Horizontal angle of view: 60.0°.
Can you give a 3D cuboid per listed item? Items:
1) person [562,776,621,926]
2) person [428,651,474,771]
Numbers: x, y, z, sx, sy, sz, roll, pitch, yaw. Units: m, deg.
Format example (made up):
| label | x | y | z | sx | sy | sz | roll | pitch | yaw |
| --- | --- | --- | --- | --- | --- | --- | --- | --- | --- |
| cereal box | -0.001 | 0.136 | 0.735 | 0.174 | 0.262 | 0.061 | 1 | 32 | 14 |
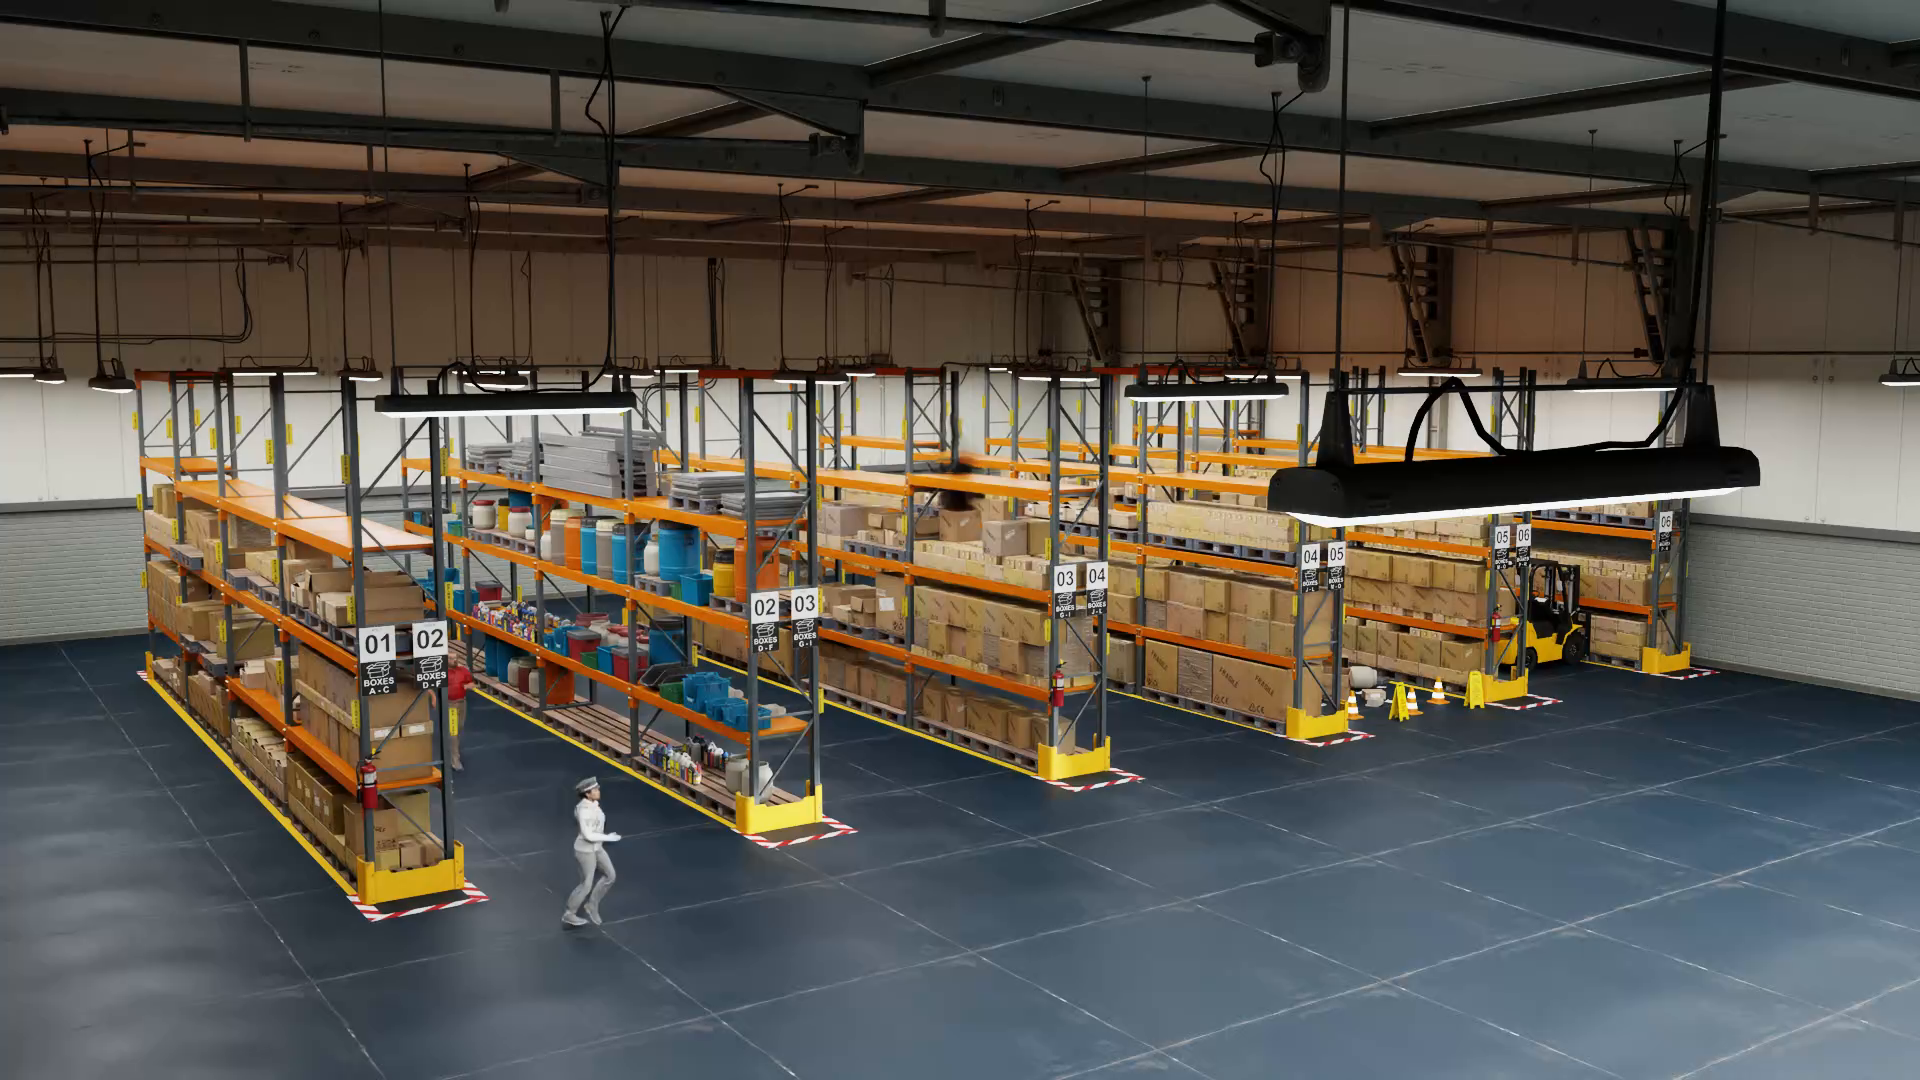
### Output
| label | x | y | z | sx | sy | sz | roll | pitch | yaw |
| --- | --- | --- | --- | --- | --- | --- | --- | --- | --- |
| person | -4.060 | 3.442 | 18.351 | 0.682 | 1.724 | 0.636 | 0 | 6 | 1 |
| person | -7.785 | 2.591 | 25.546 | 0.637 | 1.782 | 0.829 | -6 | 9 | -43 |
